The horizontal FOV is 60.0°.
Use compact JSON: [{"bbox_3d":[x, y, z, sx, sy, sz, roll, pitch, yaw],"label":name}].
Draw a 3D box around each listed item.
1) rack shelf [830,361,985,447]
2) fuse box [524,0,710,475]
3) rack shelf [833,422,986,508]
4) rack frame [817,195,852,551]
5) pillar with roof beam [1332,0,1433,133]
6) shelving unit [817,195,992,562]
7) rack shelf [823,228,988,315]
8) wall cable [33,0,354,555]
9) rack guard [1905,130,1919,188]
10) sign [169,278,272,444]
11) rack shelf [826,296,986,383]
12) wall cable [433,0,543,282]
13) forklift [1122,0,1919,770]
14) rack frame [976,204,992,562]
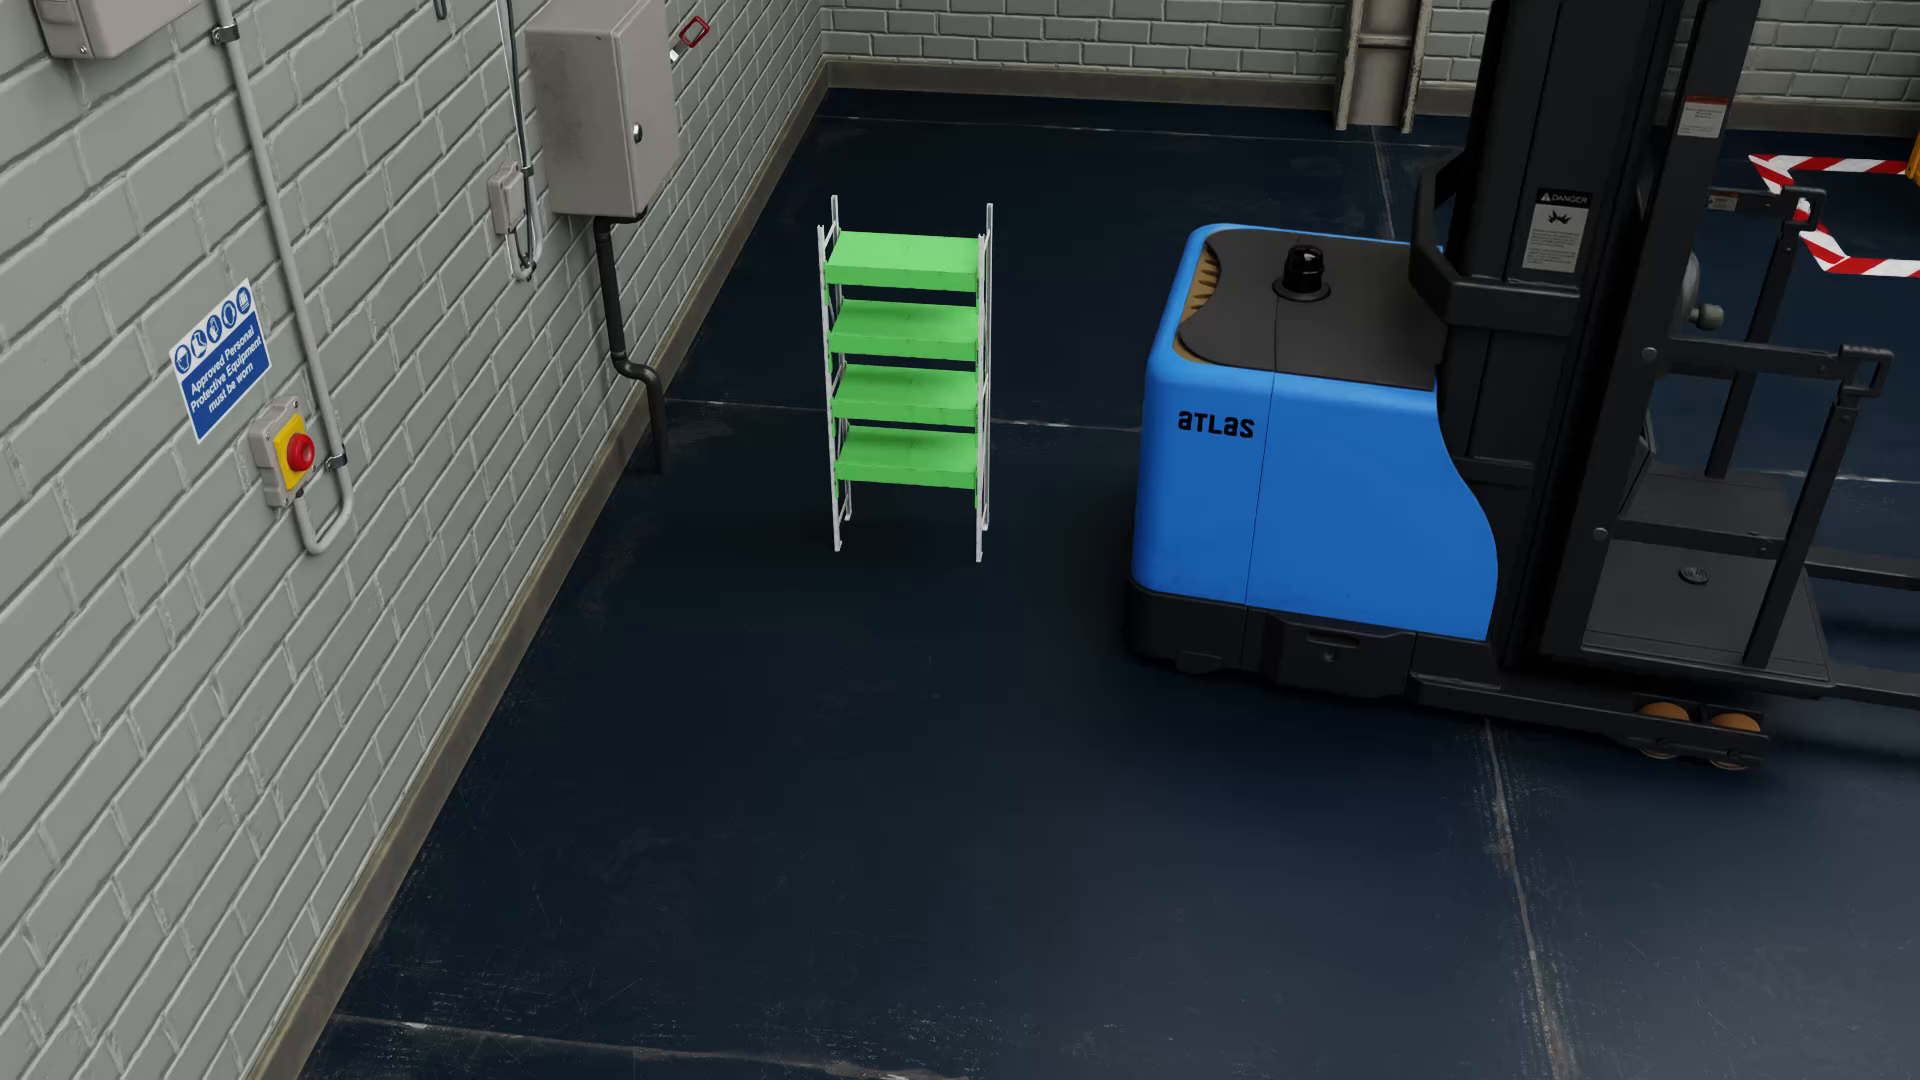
[{"bbox_3d":[-0.164,-0.449,5.456,0.480,0.148,0.258,4,36,6],"label":"rack shelf"},{"bbox_3d":[-1.055,-0.964,5.628,0.414,1.711,0.539,4,36,6],"label":"fuse box"},{"bbox_3d":[-0.164,-0.253,5.595,0.480,0.148,0.258,4,36,6],"label":"rack shelf"},{"bbox_3d":[-0.406,-0.519,5.444,0.015,1.200,0.240,4,36,6],"label":"rack frame"},{"bbox_3d":[1.649,-3.426,2.804,0.400,9.000,9.100,4,36,6],"label":"pillar with roof beam"},{"bbox_3d":[-0.164,-0.501,5.419,0.503,1.200,0.258,4,36,6],"label":"shelving unit"},{"bbox_3d":[-0.164,-0.839,5.177,0.480,0.148,0.258,4,36,6],"label":"rack shelf"},{"bbox_3d":[-1.467,-0.715,3.269,0.123,1.953,0.585,4,36,6],"label":"wall cable"},{"bbox_3d":[4.833,-1.723,7.733,0.348,0.500,1.175,4,36,6],"label":"rack guard"},{"bbox_3d":[-1.534,-0.376,3.462,0.001,0.218,0.327,4,36,6],"label":"sign"},{"bbox_3d":[-0.164,-0.644,5.316,0.480,0.148,0.258,4,36,6],"label":"rack shelf"},{"bbox_3d":[-1.298,-1.521,4.424,0.122,1.984,0.588,4,36,6],"label":"wall cable"},{"bbox_3d":[2.082,-0.869,4.445,3.031,2.935,1.130,8,36,12],"label":"forklift"},{"bbox_3d":[0.078,-0.483,5.393,0.015,1.200,0.240,4,36,6],"label":"rack frame"}]
